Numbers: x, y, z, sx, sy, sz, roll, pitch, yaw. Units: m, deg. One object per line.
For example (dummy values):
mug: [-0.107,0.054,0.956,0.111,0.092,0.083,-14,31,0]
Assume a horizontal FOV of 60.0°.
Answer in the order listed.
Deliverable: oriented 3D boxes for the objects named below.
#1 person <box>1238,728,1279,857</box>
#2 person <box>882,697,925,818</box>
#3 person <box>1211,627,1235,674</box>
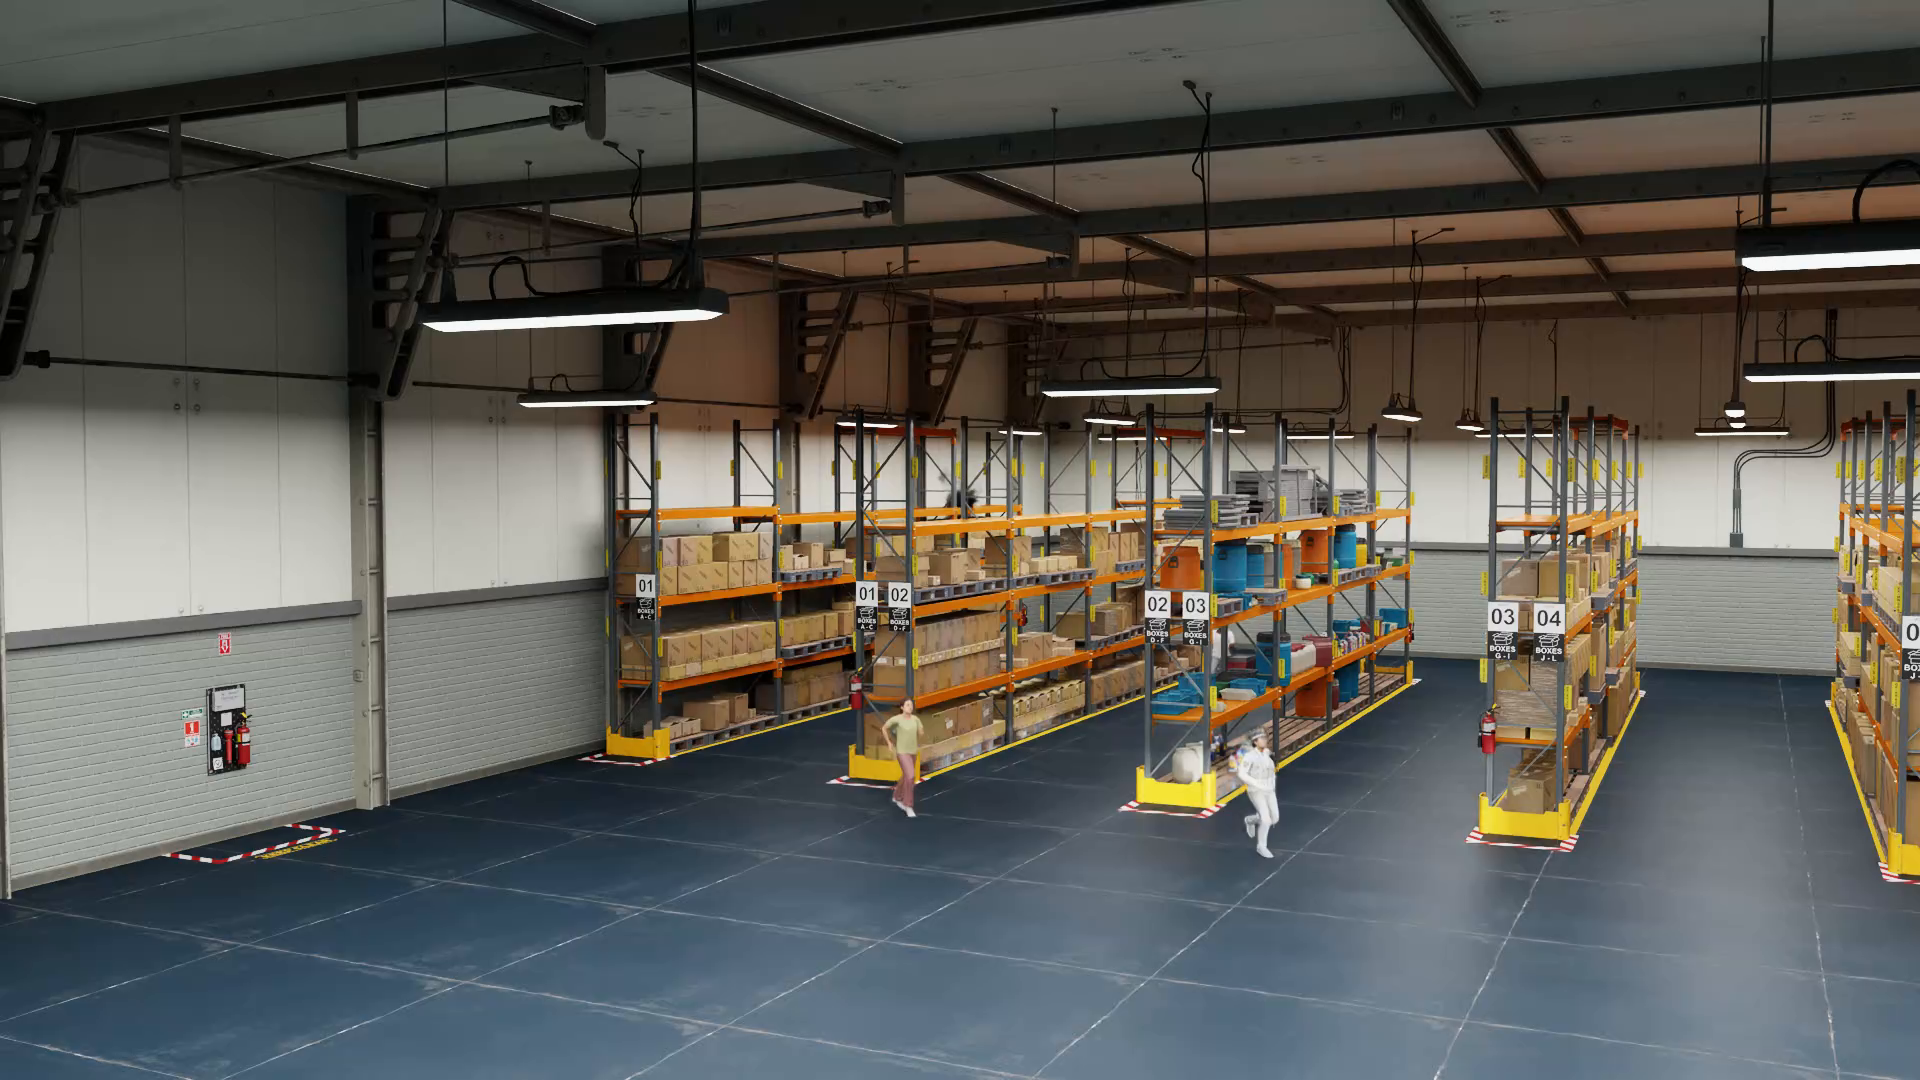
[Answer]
person: [3.886,3.274,21.701,0.657,1.664,0.553,-2,3,-39]
person: [-0.792,3.155,24.213,0.548,1.708,0.748,-2,3,-40]
person: [5.694,2.594,36.520,0.675,1.805,0.689,1,3,18]
